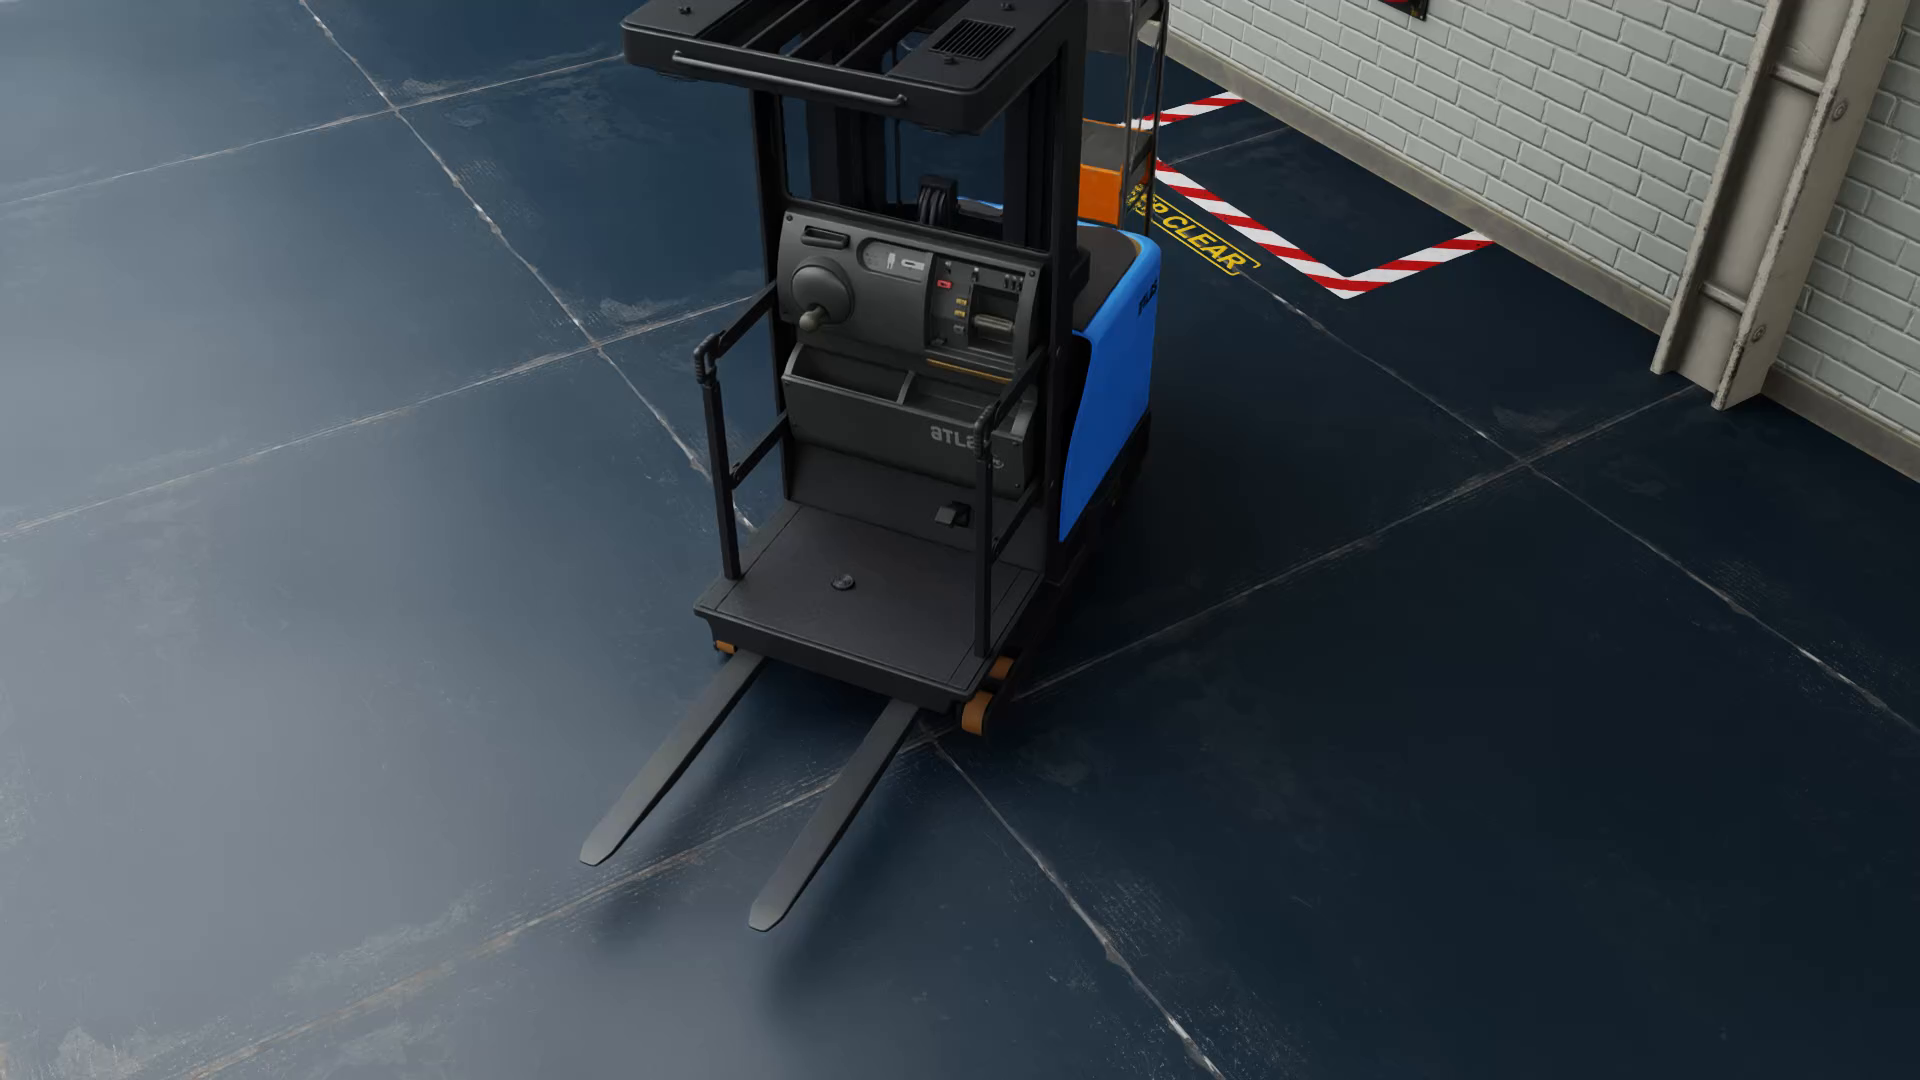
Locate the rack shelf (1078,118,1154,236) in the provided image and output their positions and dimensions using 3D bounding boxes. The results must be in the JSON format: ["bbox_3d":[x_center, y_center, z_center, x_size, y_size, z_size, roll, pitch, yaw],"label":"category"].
[{"bbox_3d":[0.498,-1.434,6.853,0.480,0.518,0.431,16,42,18],"label":"rack shelf"}]

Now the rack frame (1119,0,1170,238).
[{"bbox_3d":[0.721,-1.381,6.767,0.015,2.100,0.400,16,42,18],"label":"rack frame"}]

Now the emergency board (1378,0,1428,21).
[{"bbox_3d":[2.131,-3.236,8.290,0.194,1.169,0.643,-22,45,-24],"label":"emergency board"}]

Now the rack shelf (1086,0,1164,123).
[{"bbox_3d":[0.498,-1.972,6.404,0.480,0.518,0.431,16,42,18],"label":"rack shelf"}]

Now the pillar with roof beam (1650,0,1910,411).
[{"bbox_3d":[-0.202,-2.712,2.975,9.100,9.000,0.400,-22,45,-24],"label":"pillar with roof beam"}]

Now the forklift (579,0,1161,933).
[{"bbox_3d":[-0.266,-0.748,5.359,1.130,2.935,3.031,16,42,18],"label":"forklift"}]

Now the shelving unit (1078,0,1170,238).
[{"bbox_3d":[0.498,-1.445,6.844,0.503,2.100,0.431,16,42,18],"label":"shelving unit"}]
